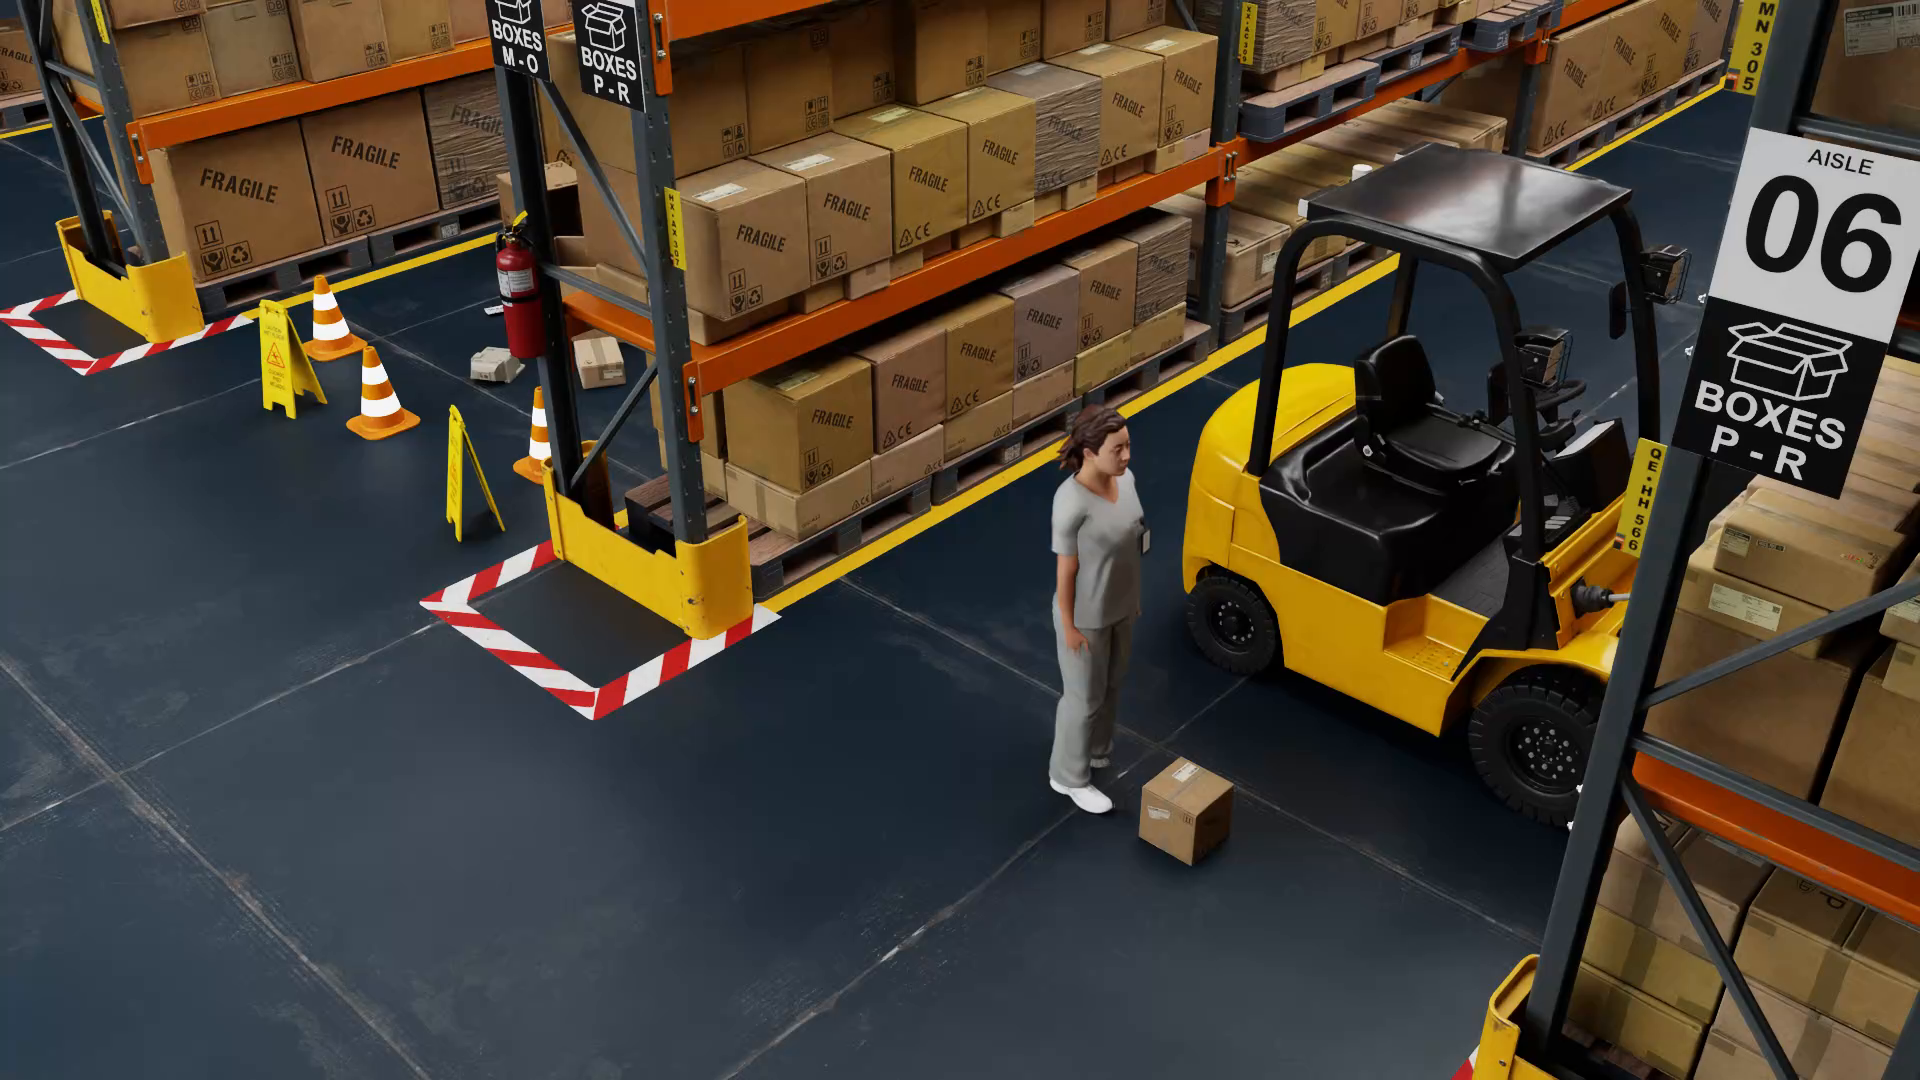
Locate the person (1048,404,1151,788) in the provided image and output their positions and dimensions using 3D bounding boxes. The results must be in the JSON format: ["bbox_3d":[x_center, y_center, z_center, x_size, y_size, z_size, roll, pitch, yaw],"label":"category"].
[{"bbox_3d":[0.508,0.236,6.253,0.346,1.618,0.440,26,40,36],"label":"person"}]
